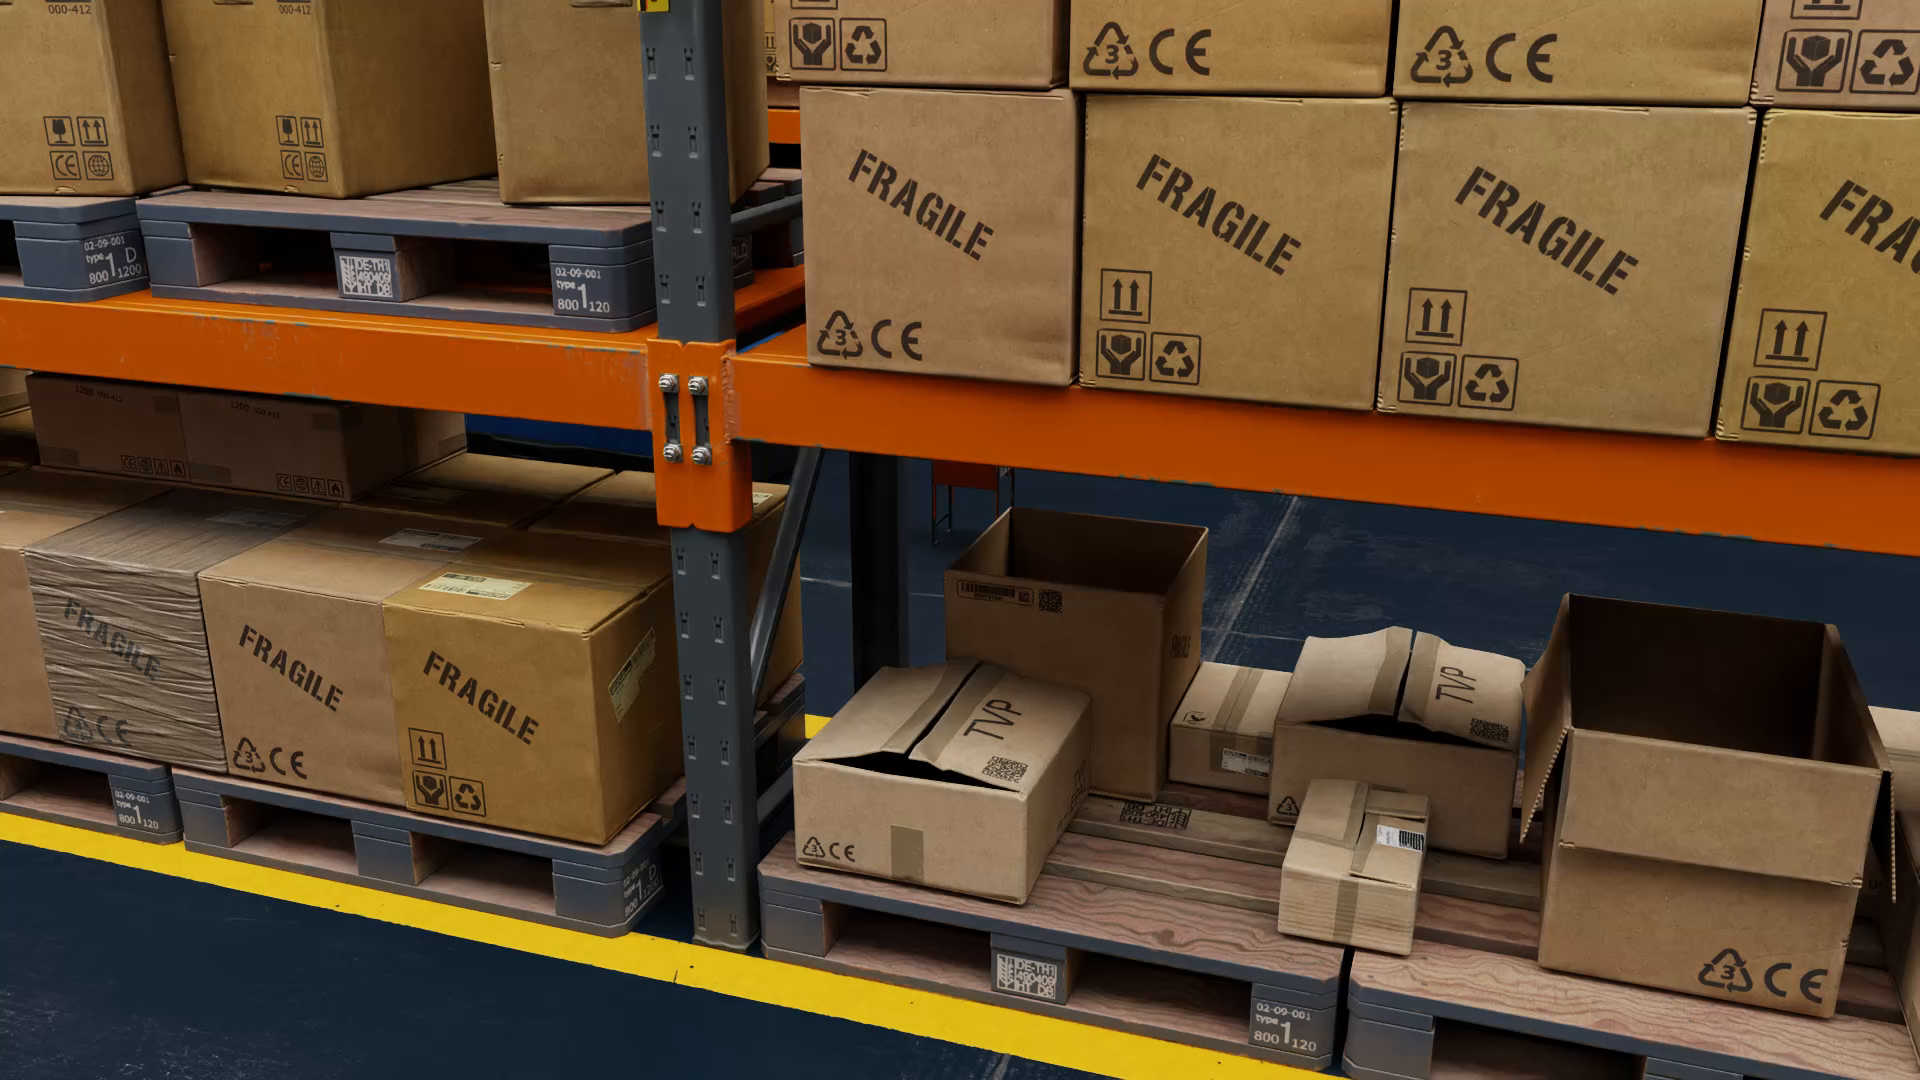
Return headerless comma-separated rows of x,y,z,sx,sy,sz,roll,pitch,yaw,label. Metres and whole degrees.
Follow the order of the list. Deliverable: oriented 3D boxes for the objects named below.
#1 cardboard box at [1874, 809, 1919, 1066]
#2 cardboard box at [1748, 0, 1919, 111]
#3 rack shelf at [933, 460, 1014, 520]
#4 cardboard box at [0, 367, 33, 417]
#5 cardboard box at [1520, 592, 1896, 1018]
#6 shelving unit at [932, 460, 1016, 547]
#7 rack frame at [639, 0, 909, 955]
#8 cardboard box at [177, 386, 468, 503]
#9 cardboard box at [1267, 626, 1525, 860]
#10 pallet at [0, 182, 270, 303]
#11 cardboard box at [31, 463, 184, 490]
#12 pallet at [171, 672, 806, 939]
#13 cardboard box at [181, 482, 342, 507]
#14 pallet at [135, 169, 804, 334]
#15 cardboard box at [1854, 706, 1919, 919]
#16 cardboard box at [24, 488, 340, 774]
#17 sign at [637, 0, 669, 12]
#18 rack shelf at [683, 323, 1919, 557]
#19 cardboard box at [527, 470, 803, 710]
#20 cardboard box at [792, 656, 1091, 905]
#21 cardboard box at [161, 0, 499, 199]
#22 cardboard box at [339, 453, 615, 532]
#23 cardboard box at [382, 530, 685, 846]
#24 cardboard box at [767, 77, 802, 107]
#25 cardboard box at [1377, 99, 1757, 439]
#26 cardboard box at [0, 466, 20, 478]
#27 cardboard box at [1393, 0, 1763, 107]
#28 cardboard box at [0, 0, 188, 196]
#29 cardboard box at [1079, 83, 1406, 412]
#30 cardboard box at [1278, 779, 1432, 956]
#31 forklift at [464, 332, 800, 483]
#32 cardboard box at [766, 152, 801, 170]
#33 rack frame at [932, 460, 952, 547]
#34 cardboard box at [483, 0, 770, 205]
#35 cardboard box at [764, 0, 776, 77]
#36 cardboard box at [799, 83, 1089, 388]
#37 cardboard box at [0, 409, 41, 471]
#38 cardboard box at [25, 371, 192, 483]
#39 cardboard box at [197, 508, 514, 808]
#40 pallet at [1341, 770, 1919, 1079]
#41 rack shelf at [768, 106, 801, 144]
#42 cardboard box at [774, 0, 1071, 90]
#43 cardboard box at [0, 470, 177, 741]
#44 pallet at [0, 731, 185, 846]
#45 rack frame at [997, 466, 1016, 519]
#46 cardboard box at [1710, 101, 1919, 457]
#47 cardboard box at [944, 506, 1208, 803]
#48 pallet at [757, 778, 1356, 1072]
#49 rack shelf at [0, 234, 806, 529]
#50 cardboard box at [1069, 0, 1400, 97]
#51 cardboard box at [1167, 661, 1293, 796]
1.945,0.734,2.922,0.500,0.250,0.500,7,20,18,cardboard box
1.462,-0.909,2.455,0.500,0.500,0.500,7,20,20,cardboard box
0.051,-0.218,5.982,0.240,0.259,0.215,7,20,18,rack shelf
-3.115,-0.475,4.873,0.500,0.250,0.500,7,21,20,cardboard box
1.425,0.478,3.273,0.637,0.503,0.797,7,20,18,cardboard box
0.051,-0.490,5.887,0.252,1.050,0.215,7,20,18,shelving unit
-0.352,-0.695,3.512,0.127,3.000,1.000,7,20,18,rack frame
-1.673,-0.312,4.405,0.500,0.250,0.500,7,20,18,cardboard box
0.988,0.422,3.726,0.500,0.311,0.500,7,20,18,cardboard box
-2.292,-0.827,4.184,1.213,0.211,1.003,7,20,18,pallet
-2.183,-0.015,4.692,0.500,0.500,0.500,6,20,16,cardboard box
-1.132,0.546,4.189,1.213,0.211,1.003,7,20,18,pallet
-1.706,0.039,4.535,0.500,0.500,0.500,7,20,19,cardboard box
-1.071,-0.724,3.888,1.213,0.211,1.003,7,20,18,pallet
2.062,0.573,3.384,0.500,0.250,0.500,7,20,18,cardboard box
-1.850,0.203,4.065,0.500,0.500,0.500,7,20,19,cardboard box
-0.530,-1.068,2.825,0.005,0.325,0.100,7,20,18,sign
1.538,-0.139,3.010,4.000,0.370,1.077,7,20,18,rack shelf
-0.729,0.150,4.218,0.500,0.500,0.500,6,20,16,cardboard box
-0.026,0.480,3.559,0.500,0.311,0.500,7,20,18,cardboard box
-1.396,-1.115,3.929,0.500,0.500,0.700,10,22,27,cardboard box
-1.236,0.096,4.373,0.500,0.500,0.500,7,20,19,cardboard box
-0.912,0.314,3.748,0.500,0.500,0.500,6,20,18,cardboard box
-0.820,-2.288,8.435,0.250,0.149,0.380,7,20,18,cardboard box
0.997,-0.493,2.782,0.500,0.500,0.500,6,20,18,cardboard box
-2.825,0.094,4.377,0.500,0.500,0.500,6,20,17,cardboard box
0.974,-0.964,2.615,0.500,0.500,0.500,6,20,16,cardboard box
-2.041,-1.112,3.919,0.500,0.500,0.700,1,19,4,cardboard box
0.525,-0.548,2.939,0.500,0.500,0.500,7,20,19,cardboard box
0.794,0.638,3.324,0.250,0.166,0.380,7,20,18,cardboard box
-2.164,-1.739,6.613,3.031,2.935,1.130,9,21,24,forklift
-1.031,-1.634,8.834,0.750,0.750,0.750,6,20,18,cardboard box
-0.065,-0.503,5.925,0.008,1.050,0.200,7,20,18,rack frame
-0.726,-1.061,3.773,0.500,0.500,0.700,0,19,0,cardboard box
-0.679,-2.565,8.244,0.500,0.500,0.500,7,20,20,cardboard box
0.040,-0.602,3.094,0.500,0.500,0.500,7,20,19,cardboard box
-2.681,-0.070,4.849,0.500,0.500,0.500,6,20,16,cardboard box
-2.147,-0.366,4.560,0.500,0.250,0.500,6,20,17,cardboard box
-1.376,0.258,3.909,0.500,0.500,0.500,7,20,18,cardboard box
1.453,0.828,3.381,1.213,0.211,1.003,7,20,18,pallet
-0.619,-2.112,8.670,4.000,0.370,1.077,7,20,18,rack shelf
0.001,-1.076,2.934,0.500,0.500,0.500,7,20,19,cardboard box
-2.331,0.149,4.220,0.500,0.500,0.500,6,20,16,cardboard box
-2.289,0.415,4.566,1.213,0.211,1.003,7,20,18,pallet
0.166,-0.477,5.849,0.008,1.050,0.200,7,20,18,rack frame
1.478,-0.439,2.625,0.500,0.500,0.500,6,20,17,cardboard box
0.280,0.251,3.927,0.500,0.500,0.500,7,20,18,cardboard box
0.297,0.697,3.757,1.213,0.211,1.003,7,20,18,pallet
-2.241,-0.571,4.250,4.000,0.370,1.077,7,20,18,rack shelf
0.489,-1.020,2.774,0.500,0.500,0.500,6,20,16,cardboard box
0.654,0.439,3.922,0.250,0.149,0.380,7,20,18,cardboard box
